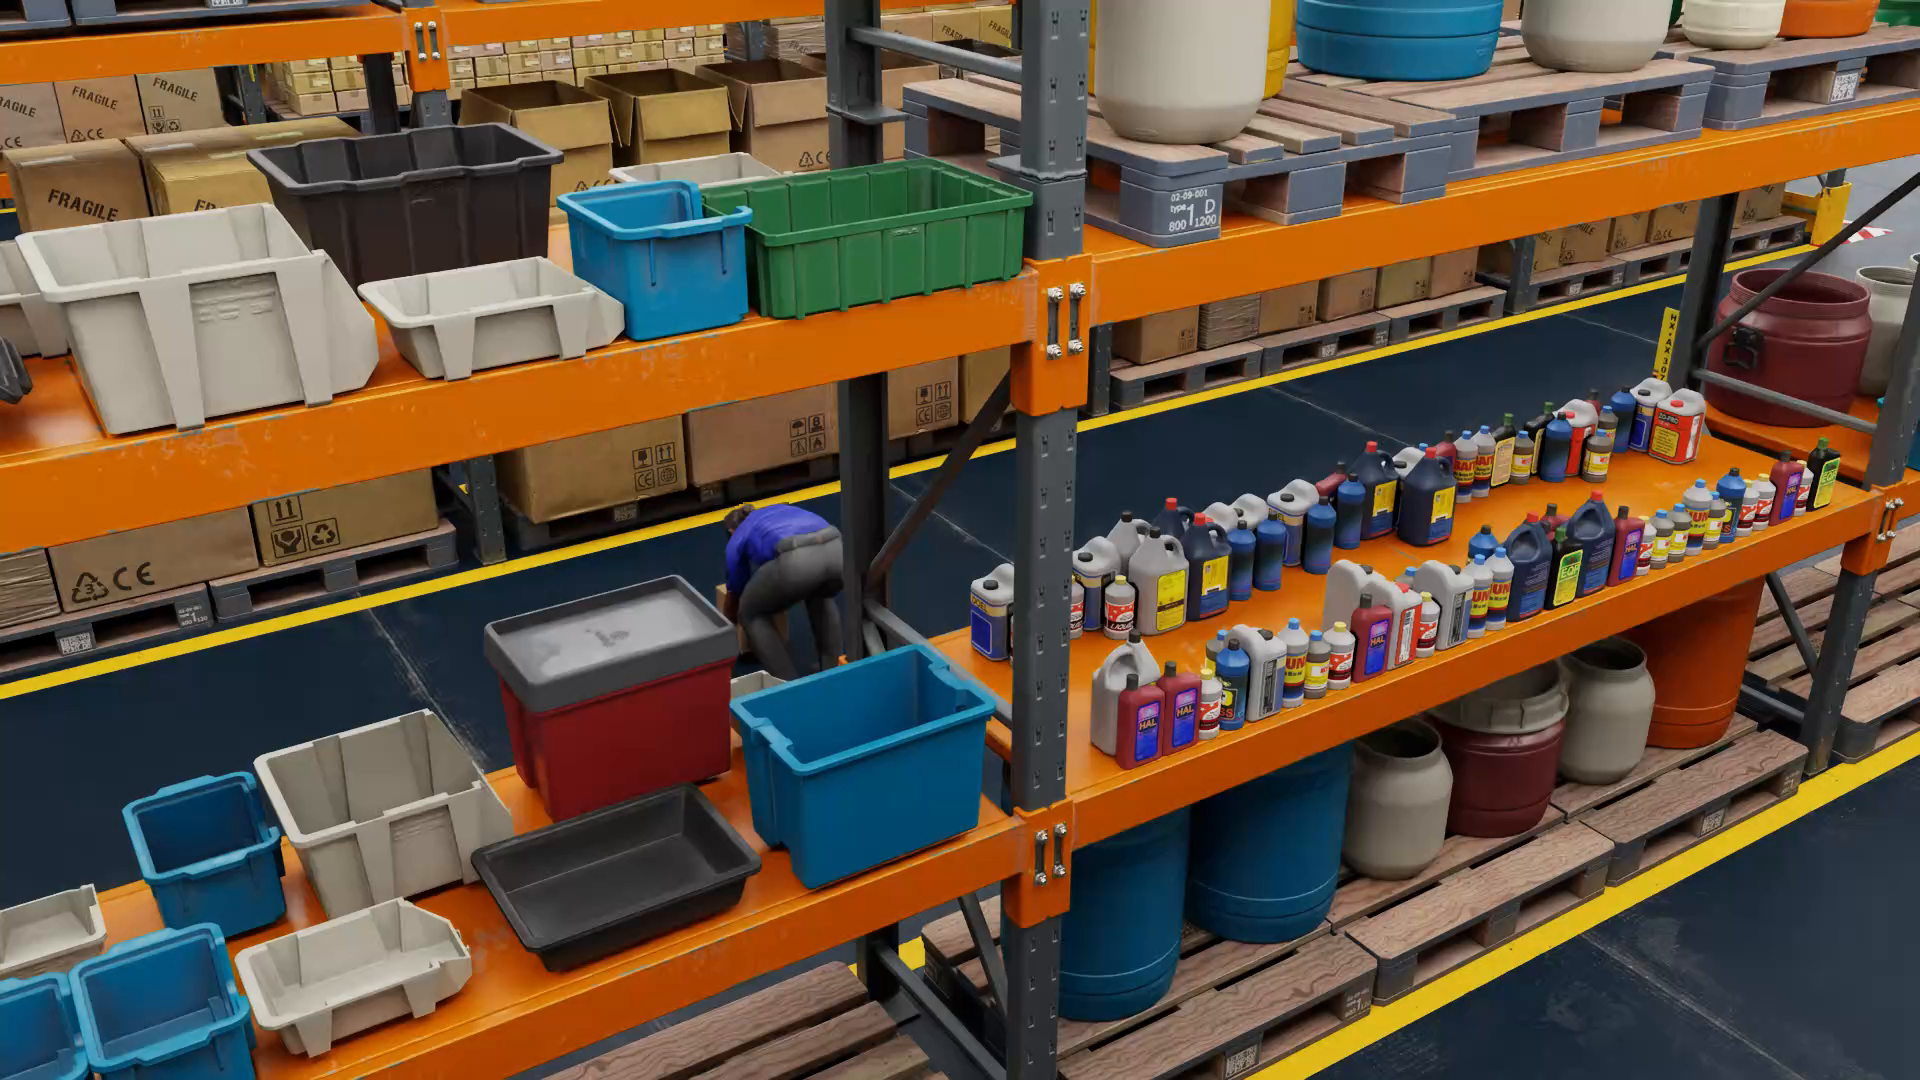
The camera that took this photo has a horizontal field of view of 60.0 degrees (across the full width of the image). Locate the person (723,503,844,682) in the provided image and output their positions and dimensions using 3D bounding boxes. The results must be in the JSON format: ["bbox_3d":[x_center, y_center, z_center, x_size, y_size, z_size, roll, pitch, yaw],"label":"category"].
[{"bbox_3d":[-0.809,0.245,7.512,0.462,0.877,0.866,-17,30,-32],"label":"person"}]
